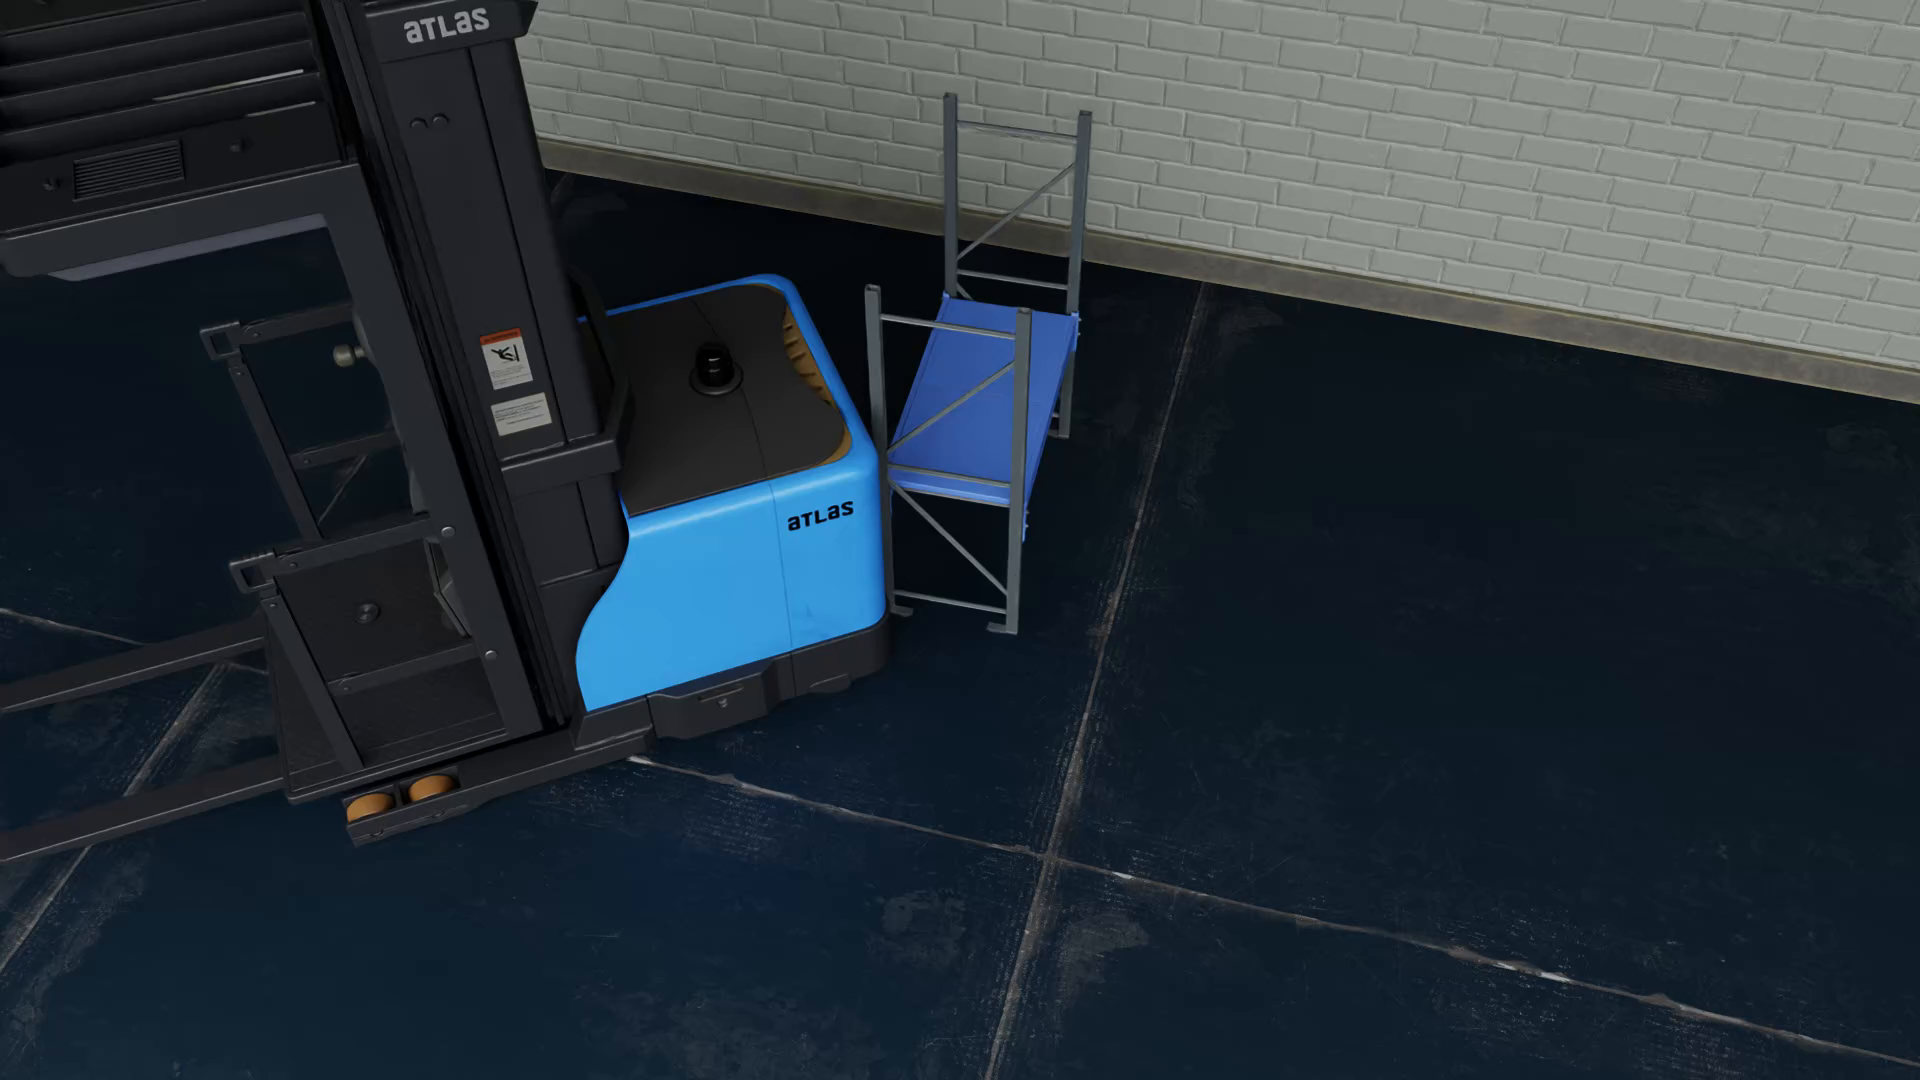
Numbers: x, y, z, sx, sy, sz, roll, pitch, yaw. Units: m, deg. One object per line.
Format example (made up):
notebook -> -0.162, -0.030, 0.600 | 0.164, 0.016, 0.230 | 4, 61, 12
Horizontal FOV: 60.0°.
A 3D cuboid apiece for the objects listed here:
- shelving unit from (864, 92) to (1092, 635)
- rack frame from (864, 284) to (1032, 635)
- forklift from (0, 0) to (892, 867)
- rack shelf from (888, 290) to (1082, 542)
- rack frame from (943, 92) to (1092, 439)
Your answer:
shelving unit -> 0.078, -0.580, 5.762 | 0.538, 1.500, 1.048 | 10, 49, 9
rack frame -> -0.036, -0.209, 5.434 | 0.500, 1.500, 0.032 | 10, 49, 9
forklift -> -1.807, -0.446, 4.689 | 3.031, 2.935, 1.130 | -16, 51, -14
rack shelf -> 0.078, -0.461, 5.897 | 0.538, 0.185, 1.000 | 10, 49, 9
rack frame -> 0.191, -0.952, 6.090 | 0.500, 1.500, 0.032 | 10, 49, 9
